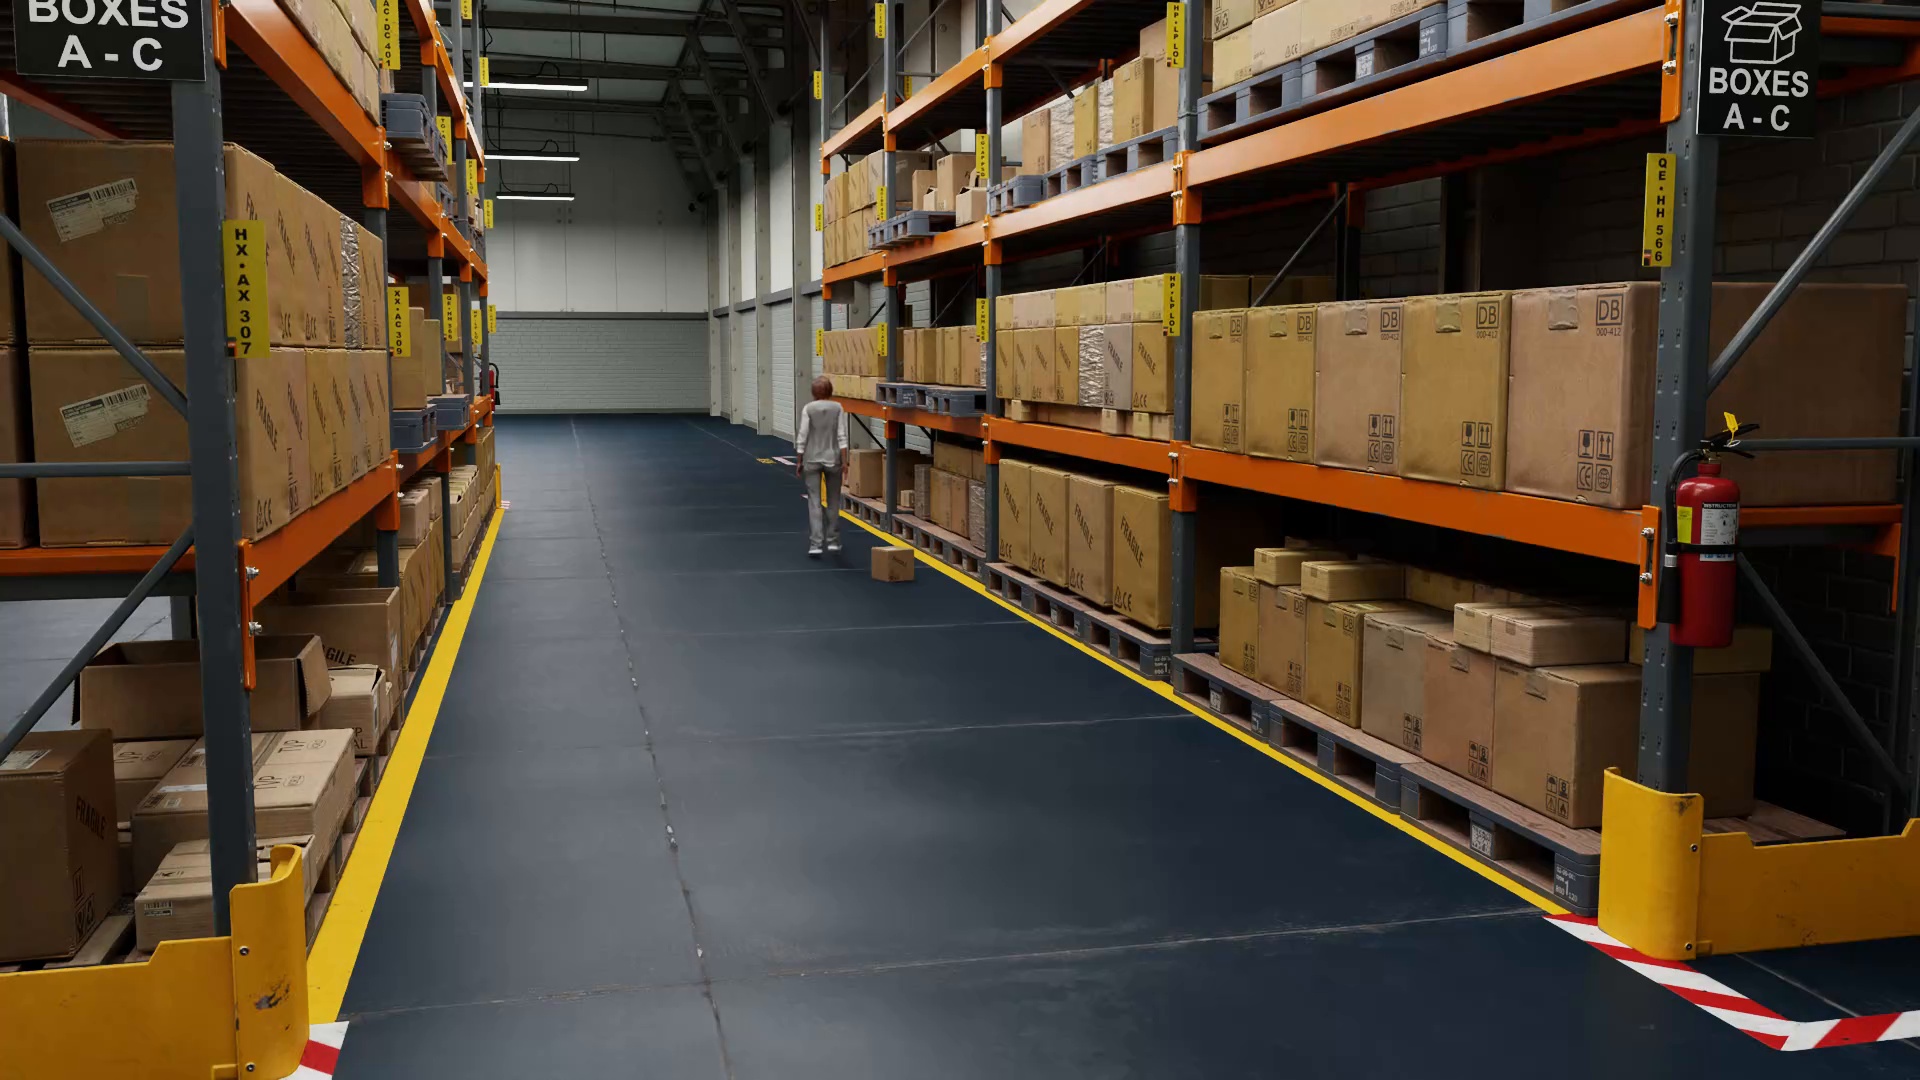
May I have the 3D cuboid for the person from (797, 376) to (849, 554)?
[{"bbox_3d":[-1.234,-0.664,14.833,0.457,1.559,0.687,-1,6,-10],"label":"person"}]
